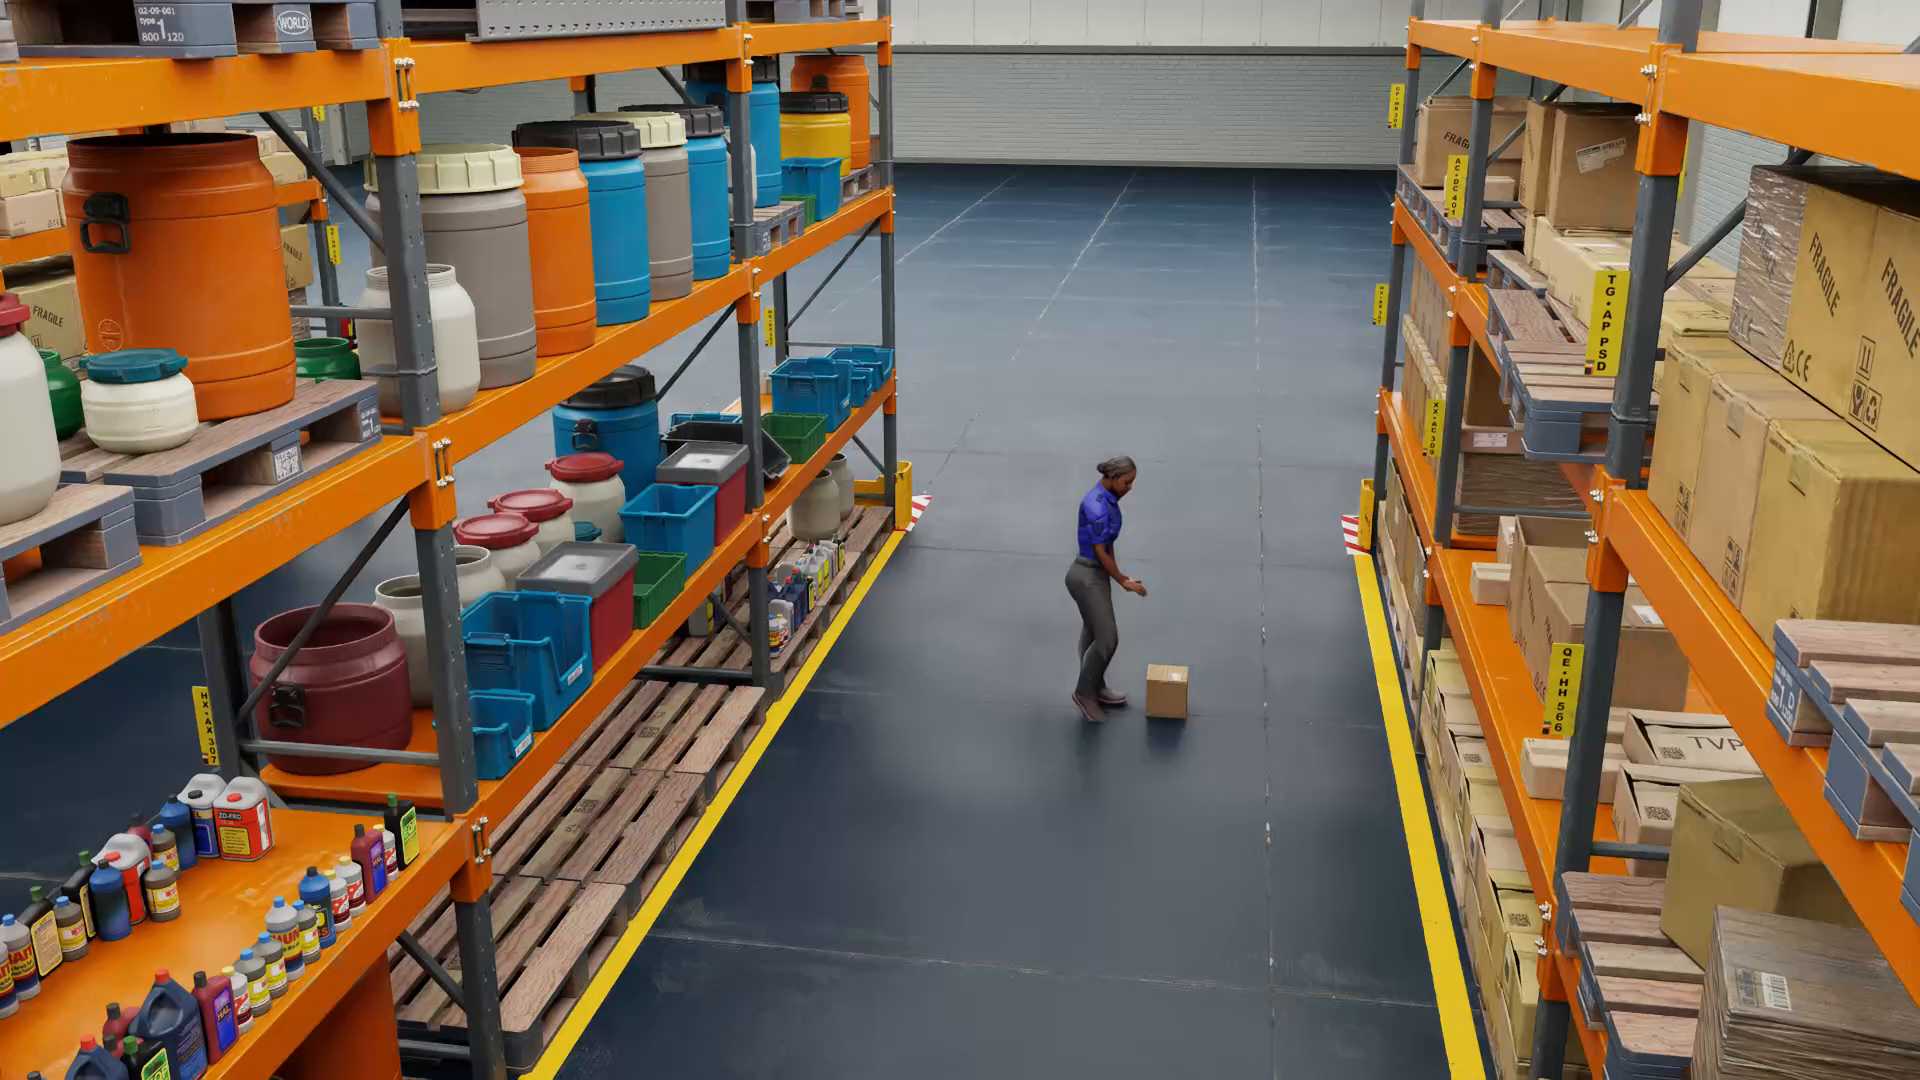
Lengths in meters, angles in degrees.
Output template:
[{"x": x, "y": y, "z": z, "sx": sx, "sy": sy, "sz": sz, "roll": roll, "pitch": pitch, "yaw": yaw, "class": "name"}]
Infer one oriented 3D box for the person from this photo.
[{"x": 0.910, "y": 0.289, "z": 10.237, "sx": 0.530, "sy": 1.680, "sz": 0.472, "roll": 5, "pitch": 19, "yaw": 15, "class": "person"}]
